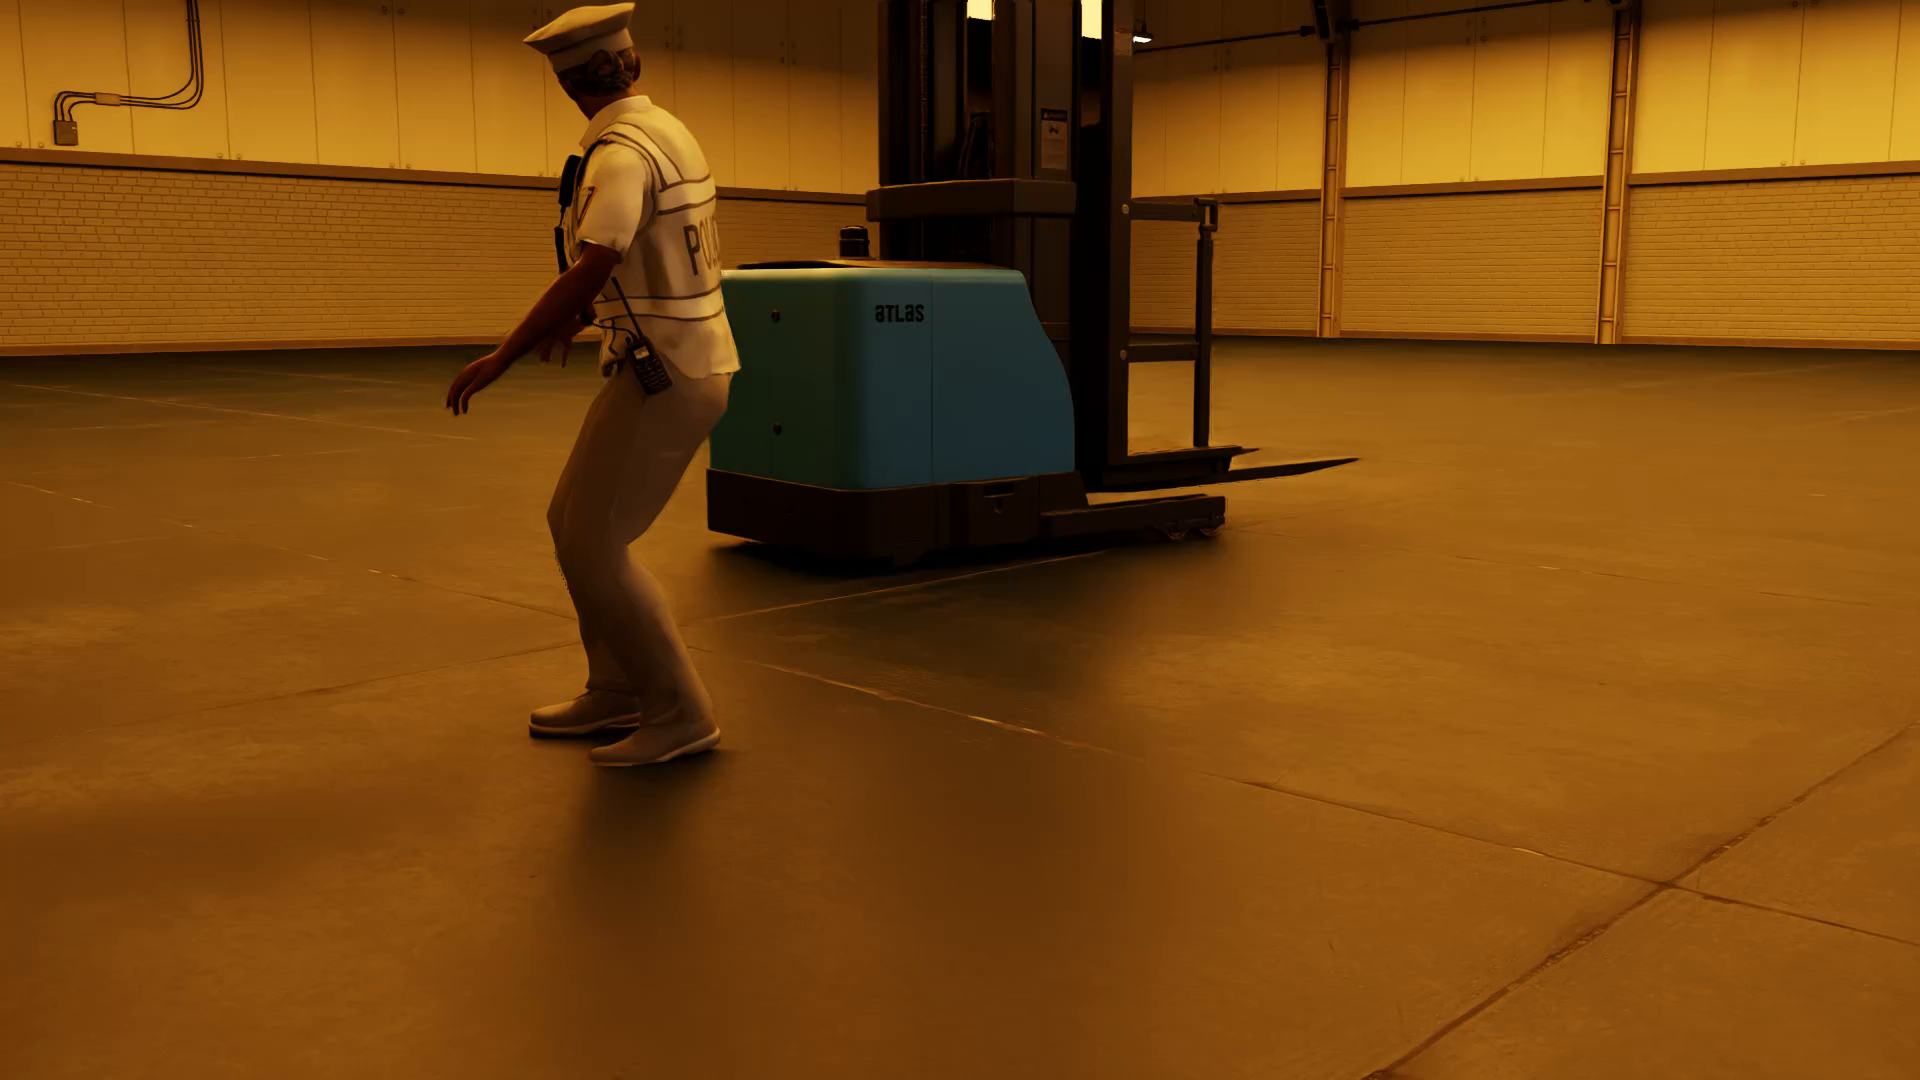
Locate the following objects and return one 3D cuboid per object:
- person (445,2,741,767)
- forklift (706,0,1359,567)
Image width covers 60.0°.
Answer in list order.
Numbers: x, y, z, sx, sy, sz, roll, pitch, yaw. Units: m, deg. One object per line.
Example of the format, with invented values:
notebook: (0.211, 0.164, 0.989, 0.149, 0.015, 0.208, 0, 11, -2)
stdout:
person: (-0.769, -0.330, 3.622, 0.577, 1.630, 0.691, -1, 9, -4)
forklift: (0.473, -1.507, 6.881, 3.031, 2.935, 1.130, -7, 11, -38)
